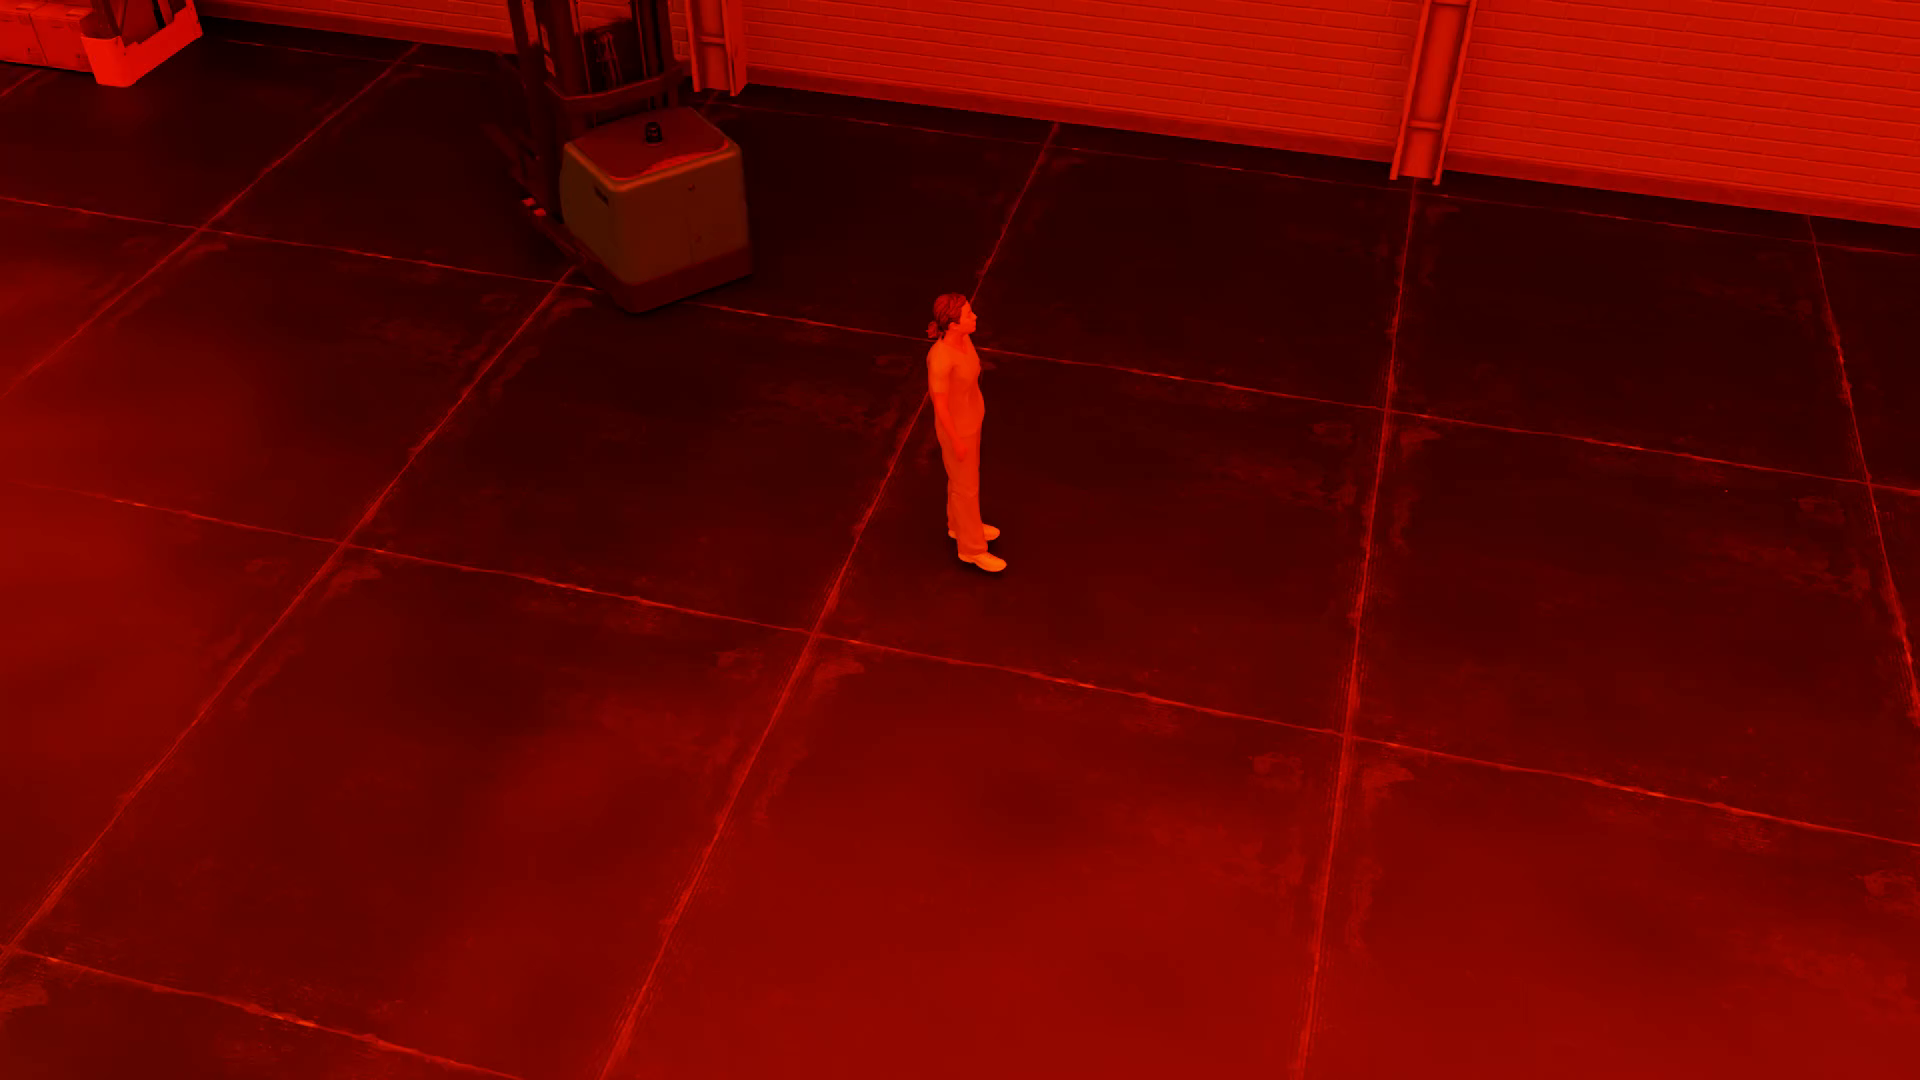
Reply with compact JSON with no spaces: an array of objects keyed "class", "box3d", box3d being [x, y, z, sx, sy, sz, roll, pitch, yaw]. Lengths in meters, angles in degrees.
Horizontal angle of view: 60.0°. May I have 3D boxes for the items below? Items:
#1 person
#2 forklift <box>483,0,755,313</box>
[{"class":"person","box3d":[0.067,-0.637,9.485,0.549,1.653,0.550,10,42,11]},{"class":"forklift","box3d":[-2.767,-3.647,12.022,1.130,2.935,3.031,-25,47,-26]}]
